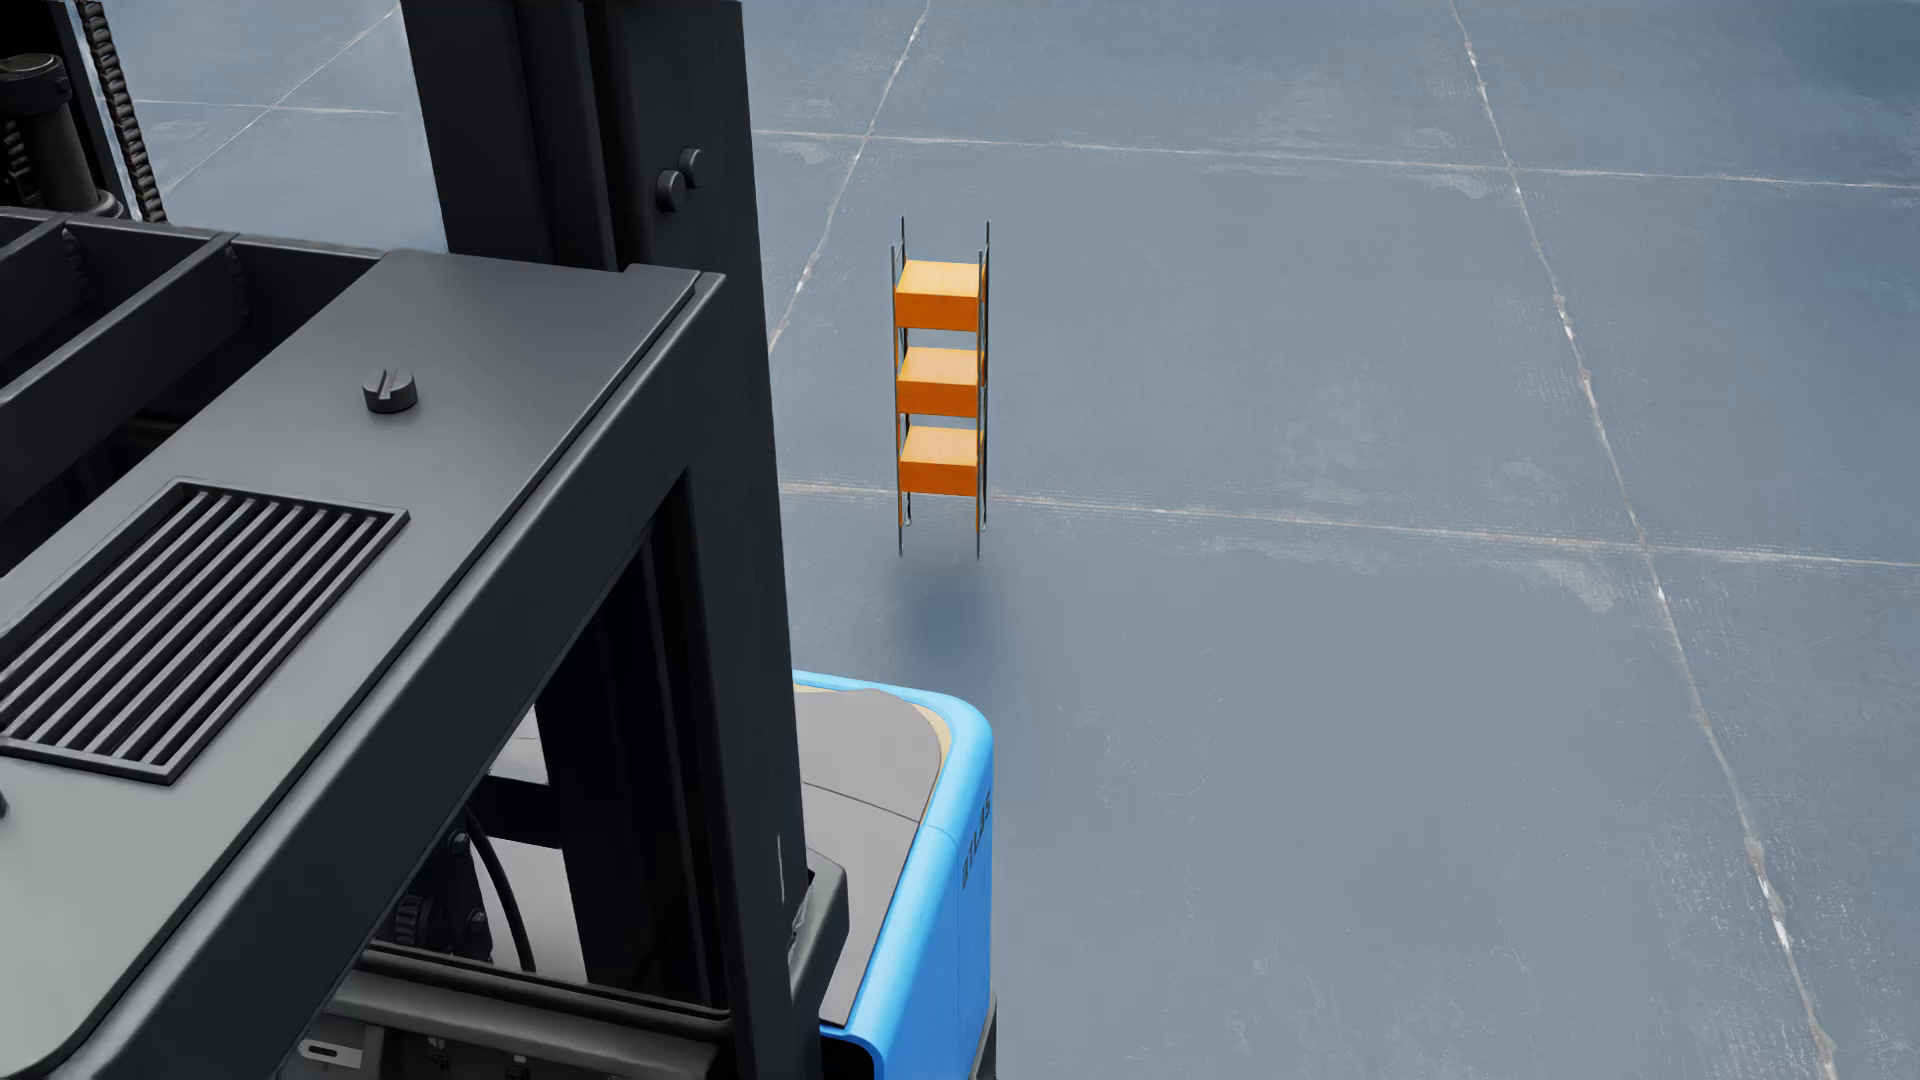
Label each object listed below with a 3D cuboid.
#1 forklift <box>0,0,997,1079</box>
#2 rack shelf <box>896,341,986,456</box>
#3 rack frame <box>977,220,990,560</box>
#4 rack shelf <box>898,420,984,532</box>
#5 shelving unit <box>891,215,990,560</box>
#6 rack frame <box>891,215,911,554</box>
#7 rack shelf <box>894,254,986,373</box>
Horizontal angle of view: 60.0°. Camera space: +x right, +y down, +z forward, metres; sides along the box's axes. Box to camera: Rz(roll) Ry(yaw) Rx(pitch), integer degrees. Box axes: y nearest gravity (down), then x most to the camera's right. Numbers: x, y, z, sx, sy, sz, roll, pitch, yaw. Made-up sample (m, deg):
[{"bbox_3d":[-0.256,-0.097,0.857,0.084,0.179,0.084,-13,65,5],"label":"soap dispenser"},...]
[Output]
[{"bbox_3d":[-0.772,0.734,1.699,1.130,2.935,3.031,8,36,11],"label":"forklift"},{"bbox_3d":[-0.053,-0.423,4.957,0.240,0.259,0.215,4,36,6],"label":"rack shelf"},{"bbox_3d":[0.068,-0.422,4.938,0.008,1.050,0.200,4,36,6],"label":"rack frame"},{"bbox_3d":[-0.053,-0.196,5.118,0.240,0.259,0.215,4,36,6],"label":"rack shelf"},{"bbox_3d":[-0.053,-0.431,4.951,0.252,1.050,0.215,4,36,6],"label":"shelving unit"},{"bbox_3d":[-0.174,-0.440,4.963,0.008,1.050,0.200,4,36,6],"label":"rack frame"},{"bbox_3d":[-0.053,-0.654,4.792,0.240,0.259,0.215,4,36,6],"label":"rack shelf"}]
